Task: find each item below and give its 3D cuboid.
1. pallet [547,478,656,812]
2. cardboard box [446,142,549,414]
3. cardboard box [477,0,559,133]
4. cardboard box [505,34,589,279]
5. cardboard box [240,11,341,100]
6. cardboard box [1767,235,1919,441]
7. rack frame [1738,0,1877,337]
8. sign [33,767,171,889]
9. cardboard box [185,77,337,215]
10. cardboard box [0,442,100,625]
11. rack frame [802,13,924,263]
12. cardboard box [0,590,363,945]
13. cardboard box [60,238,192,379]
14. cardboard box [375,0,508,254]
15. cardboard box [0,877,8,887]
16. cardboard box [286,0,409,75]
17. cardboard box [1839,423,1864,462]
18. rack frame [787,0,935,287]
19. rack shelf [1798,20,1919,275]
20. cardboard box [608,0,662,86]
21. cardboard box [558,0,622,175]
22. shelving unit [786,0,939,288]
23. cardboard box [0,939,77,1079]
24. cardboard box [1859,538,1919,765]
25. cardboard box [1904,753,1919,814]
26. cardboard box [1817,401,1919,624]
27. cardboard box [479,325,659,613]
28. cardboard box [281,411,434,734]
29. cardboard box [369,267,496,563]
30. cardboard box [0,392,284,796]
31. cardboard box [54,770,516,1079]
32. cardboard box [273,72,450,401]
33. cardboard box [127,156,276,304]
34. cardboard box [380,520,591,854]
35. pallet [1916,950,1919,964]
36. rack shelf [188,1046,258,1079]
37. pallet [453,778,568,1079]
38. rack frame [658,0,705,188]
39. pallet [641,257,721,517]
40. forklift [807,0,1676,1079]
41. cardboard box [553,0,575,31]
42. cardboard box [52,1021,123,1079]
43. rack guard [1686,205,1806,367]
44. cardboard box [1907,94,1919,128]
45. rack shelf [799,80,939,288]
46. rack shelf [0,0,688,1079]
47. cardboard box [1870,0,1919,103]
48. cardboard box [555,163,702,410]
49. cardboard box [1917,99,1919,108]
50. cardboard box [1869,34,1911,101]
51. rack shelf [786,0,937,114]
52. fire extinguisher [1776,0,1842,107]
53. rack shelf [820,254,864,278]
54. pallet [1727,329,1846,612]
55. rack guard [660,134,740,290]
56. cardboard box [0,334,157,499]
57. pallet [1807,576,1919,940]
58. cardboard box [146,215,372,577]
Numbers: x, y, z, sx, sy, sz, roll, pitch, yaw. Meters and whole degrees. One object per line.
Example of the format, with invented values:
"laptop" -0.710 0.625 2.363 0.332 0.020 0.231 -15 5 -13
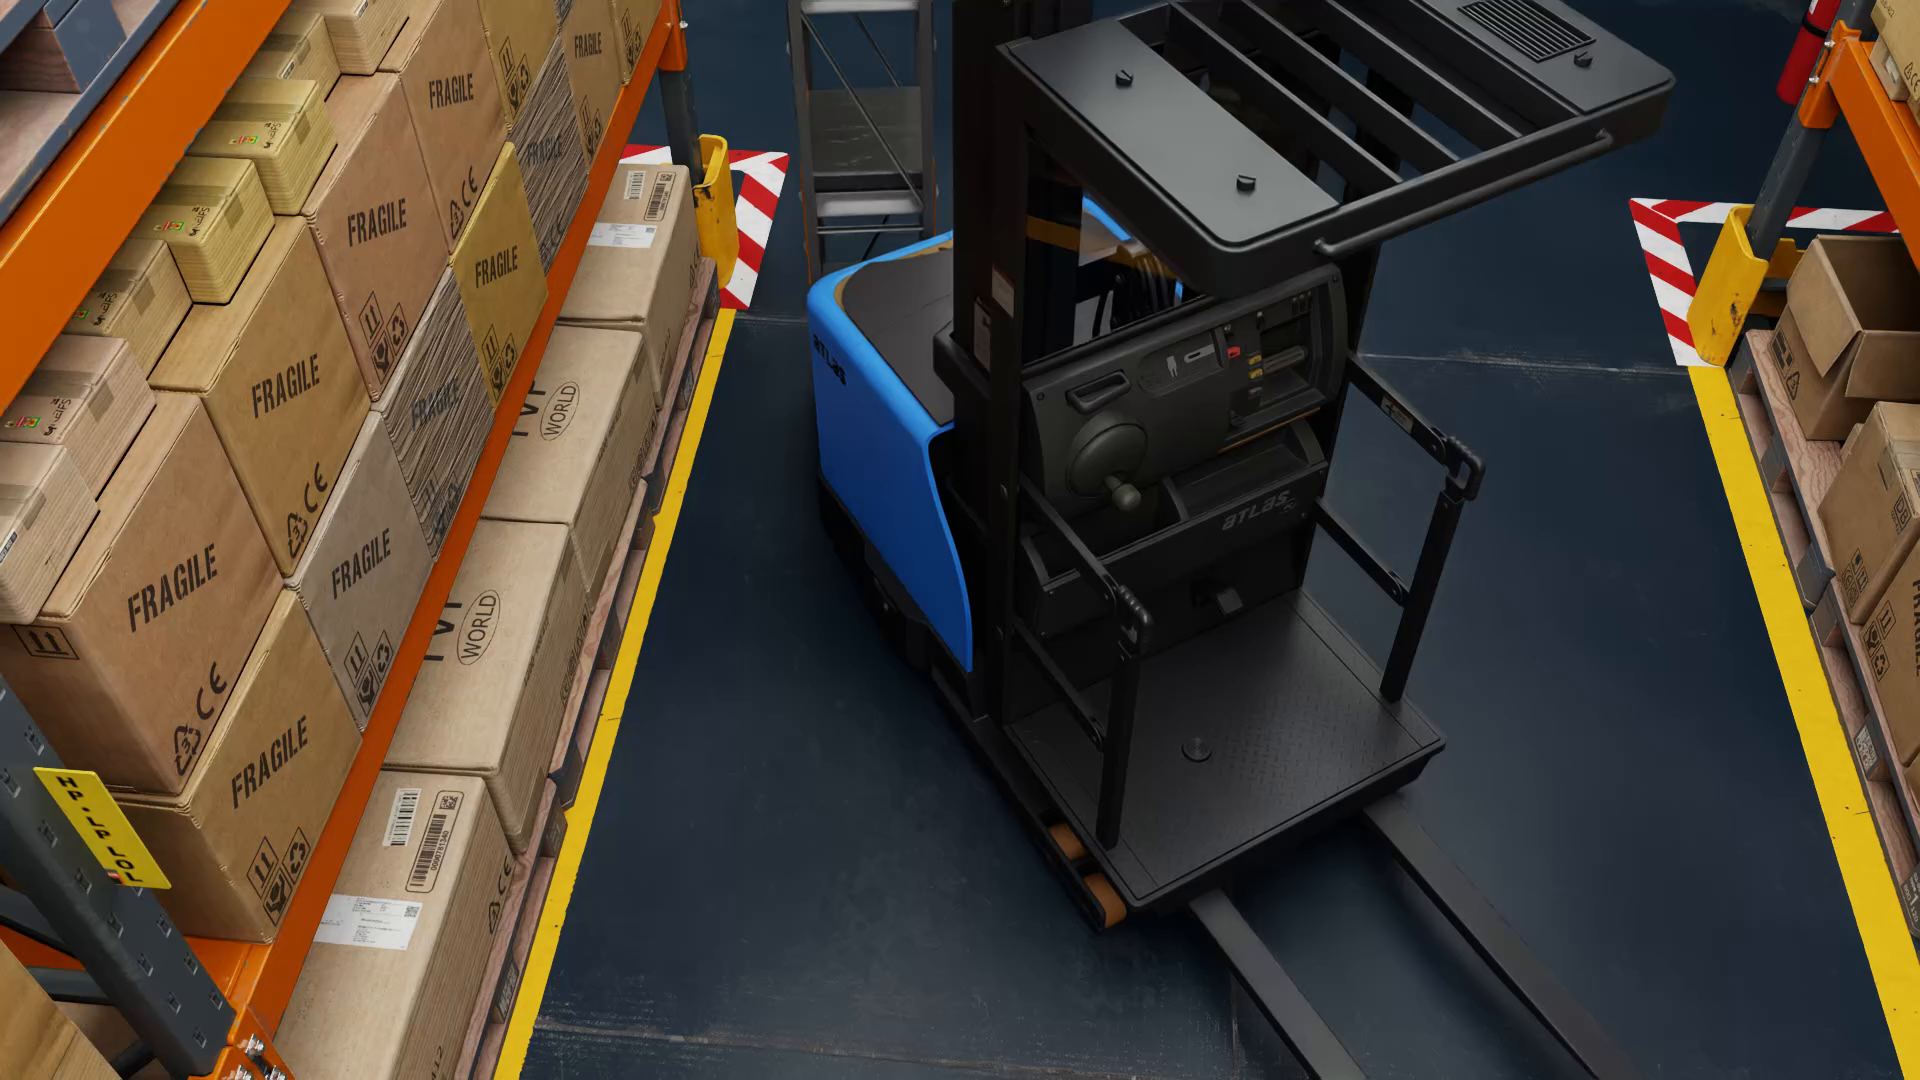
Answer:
"pallet" -1.611 0.274 5.357 1.003 0.211 1.213 4 48 4
"cardboard box" -1.415 -0.689 4.280 0.500 0.500 0.500 5 48 5
"cardboard box" -1.376 -1.406 4.258 0.500 0.500 0.500 4 48 3
"cardboard box" -1.381 -1.070 4.628 0.500 0.500 0.500 5 48 5
"cardboard box" -1.513 -0.962 3.412 0.380 0.149 0.250 4 48 3
"cardboard box" 3.291 -0.680 5.746 0.797 0.503 0.637 2 48 2
"rack frame" 3.441 -1.823 5.385 1.000 3.000 0.127 4 48 4
"sign" -1.326 0.450 2.575 0.100 0.325 0.005 4 48 4
"cardboard box" -1.455 -0.772 3.238 0.380 0.149 0.250 3 48 2
"cardboard box" -1.580 -0.020 2.550 0.380 0.149 0.250 3 48 3
"rack frame" -0.309 -1.332 5.546 0.400 2.100 0.015 -3 48 -2
"cardboard box" -1.564 0.424 3.262 0.500 0.500 0.500 5 48 5
"cardboard box" -1.591 -0.400 2.898 0.380 0.149 0.250 3 48 3
"cardboard box" -1.424 -1.037 3.920 0.500 0.500 0.500 4 48 3
"cardboard box" -2.079 0.393 3.290 0.500 0.500 0.500 4 48 4
"cardboard box" -1.422 -1.138 3.573 0.380 0.149 0.250 4 48 4
"cardboard box" 3.213 -0.250 5.594 0.380 0.149 0.250 2 48 2
"rack frame" -0.280 -0.973 5.217 0.400 2.100 0.015 -3 48 -2
"rack shelf" 3.258 -0.111 4.306 1.077 0.370 4.000 4 48 4
"cardboard box" -1.283 -1.816 5.310 0.500 0.500 0.500 4 48 4
"cardboard box" -1.344 -1.448 4.974 0.500 0.500 0.500 3 48 3
"shelving unit" -0.295 -1.153 5.381 0.431 2.100 0.503 -3 48 -2
"cardboard box" -1.658 0.759 2.278 0.500 0.500 0.500 5 48 5
"cardboard box" 3.026 0.329 4.826 0.500 0.500 0.500 5 48 4
"cardboard box" 3.079 0.710 4.477 0.700 0.500 0.500 2 48 2
"cardboard box" 3.174 -0.053 5.175 0.700 0.500 0.500 6 48 5
"cardboard box" -1.538 -0.267 5.413 0.875 0.438 0.875 5 48 5
"cardboard box" -1.514 0.054 3.600 0.500 0.500 0.500 4 48 4
"cardboard box" -1.462 -0.311 3.934 0.500 0.500 0.500 4 48 4
"cardboard box" -1.583 0.080 2.899 0.500 0.500 0.500 4 48 4
"cardboard box" -1.703 1.054 4.205 0.875 0.438 0.875 3 48 3
"cardboard box" -1.472 -0.666 3.581 0.500 0.500 0.500 5 48 4
"cardboard box" -1.508 -0.578 3.061 0.380 0.149 0.250 4 48 3
"cardboard box" -1.622 0.396 4.807 0.875 0.438 0.875 3 48 2
"pallet" 3.140 1.552 4.187 1.003 0.211 1.213 4 48 4
"rack shelf" -2.049 2.497 1.921 1.077 0.370 4.000 4 48 4
"pallet" -1.720 1.172 4.535 1.003 0.211 1.213 4 48 4
"rack frame" -1.503 -2.154 5.688 1.000 3.000 0.127 4 48 4
"pallet" -1.498 -0.621 6.175 1.003 0.211 1.213 4 48 4
"forklift" 0.692 -0.280 4.020 1.130 2.935 3.031 -23 52 -20
"cardboard box" -1.328 -1.769 4.590 0.500 0.500 0.500 4 48 4
"cardboard box" -1.665 1.007 2.559 0.500 0.250 0.500 4 48 3
"rack guard" 3.434 -0.924 6.256 1.175 0.500 0.348 4 48 4
"cardboard box" 3.160 -1.326 5.100 0.380 0.149 0.250 5 48 4
"rack shelf" -0.295 -1.143 5.391 0.431 0.518 0.480 -3 48 -2
"rack shelf" -1.685 -0.442 4.609 1.077 0.370 4.000 4 48 4
"cardboard box" 3.131 -1.558 5.042 0.500 0.250 0.500 4 48 4
"cardboard box" -1.463 -0.940 6.029 0.875 0.438 0.875 2 48 2
"cardboard box" 3.085 -1.187 4.703 0.500 0.250 0.500 4 48 4
"cardboard box" 3.138 -1.516 5.274 0.380 0.149 0.250 4 48 3
"rack shelf" -0.295 -1.616 4.875 0.431 0.518 0.480 -3 48 -2
"fire extinguisher" 2.994 -1.811 5.678 0.296 0.674 0.183 4 48 4
"rack shelf" -0.295 -0.671 5.908 0.431 0.518 0.480 -3 48 -2
"pallet" 3.362 -0.240 5.827 1.003 0.211 1.213 4 48 4
"rack guard" -1.500 -1.329 6.626 1.175 0.500 0.348 4 48 4
"cardboard box" -1.573 -0.209 2.724 0.380 0.149 0.250 5 48 4
"pallet" 3.248 0.654 5.009 1.003 0.211 1.213 4 48 4
"cardboard box" -1.530 -0.291 3.238 0.500 0.500 0.500 3 48 3
